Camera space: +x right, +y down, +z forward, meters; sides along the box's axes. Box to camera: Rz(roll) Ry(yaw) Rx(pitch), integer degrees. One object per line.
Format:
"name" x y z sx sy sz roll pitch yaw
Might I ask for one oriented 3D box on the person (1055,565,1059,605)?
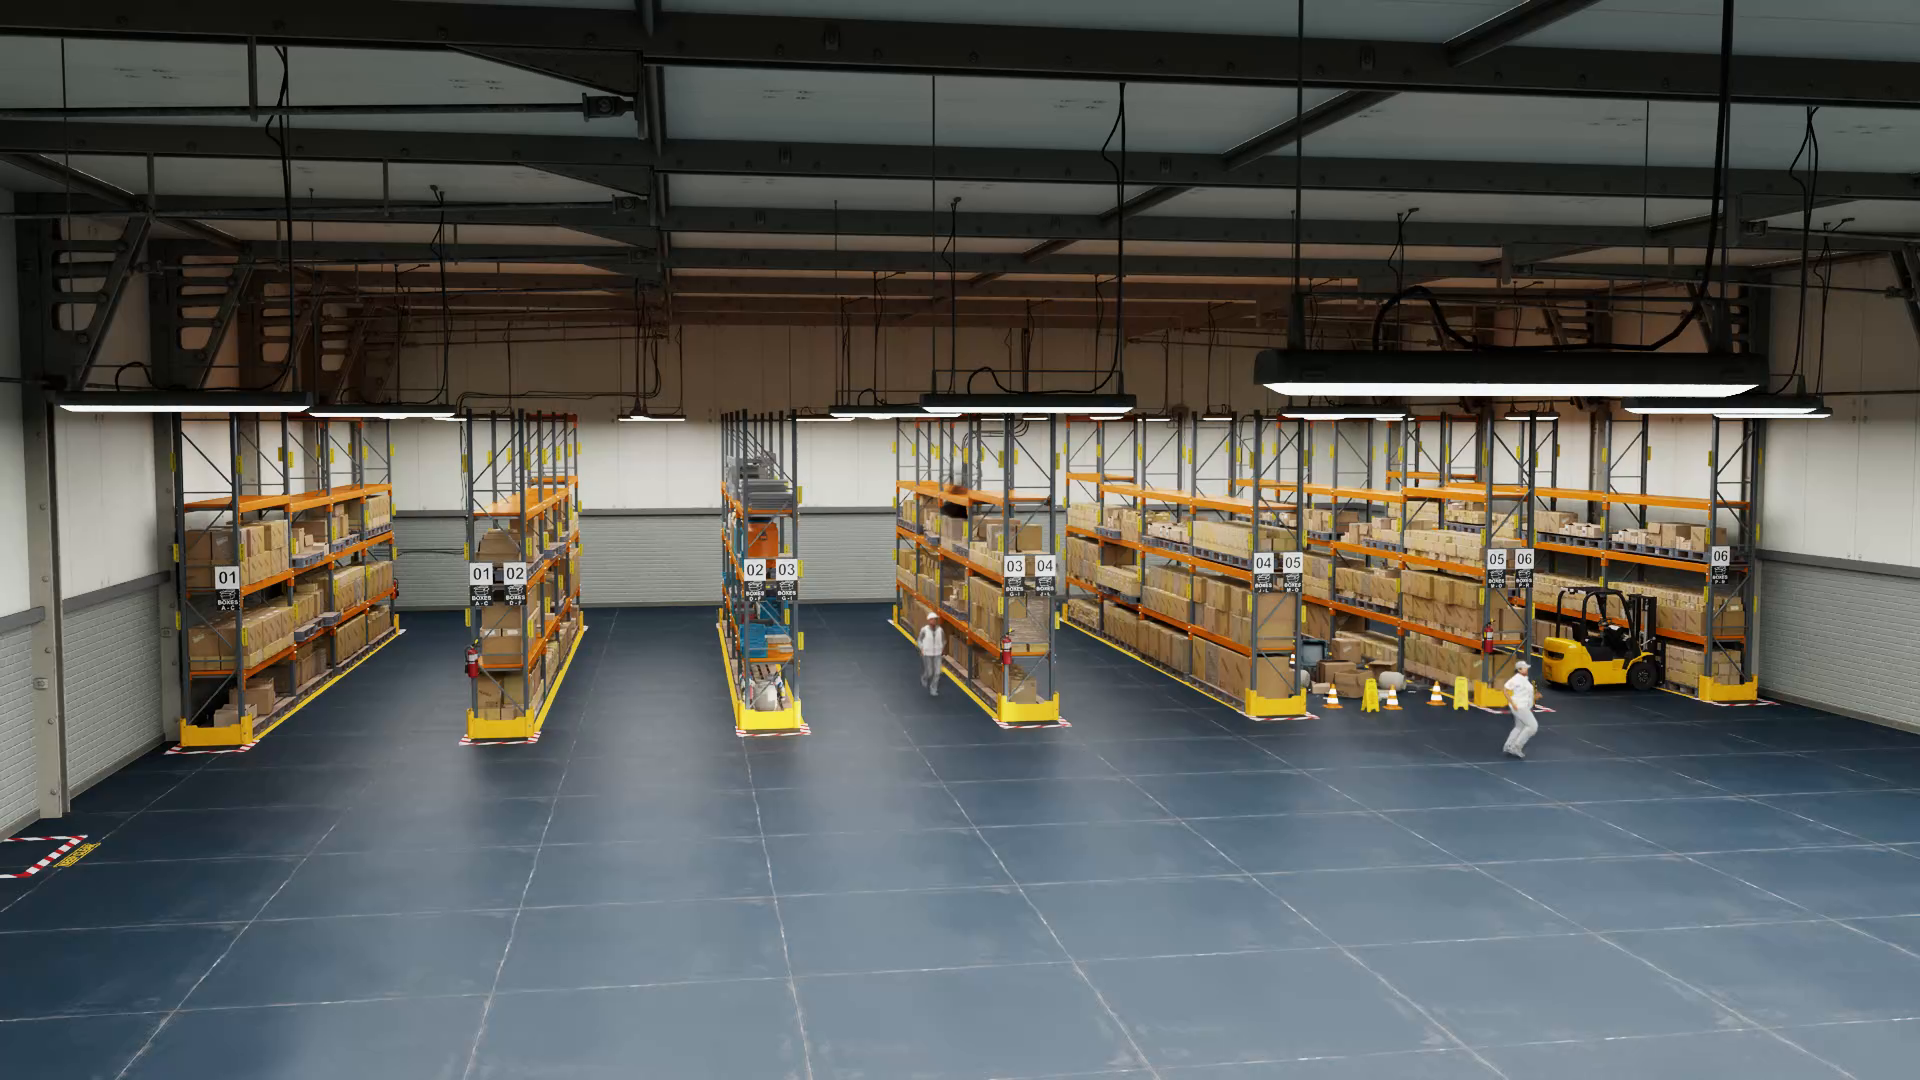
"person" 2.715 1.476 49.641 0.523 1.559 0.713 -2 4 -24

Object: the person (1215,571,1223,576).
"person" 7.960 1.330 50.757 0.652 1.729 0.691 1 4 13

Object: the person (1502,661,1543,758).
"person" 9.656 2.906 28.536 0.660 1.660 0.578 2 5 31

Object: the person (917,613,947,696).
"person" -0.592 2.370 34.779 0.647 1.725 0.646 -1 4 -16
